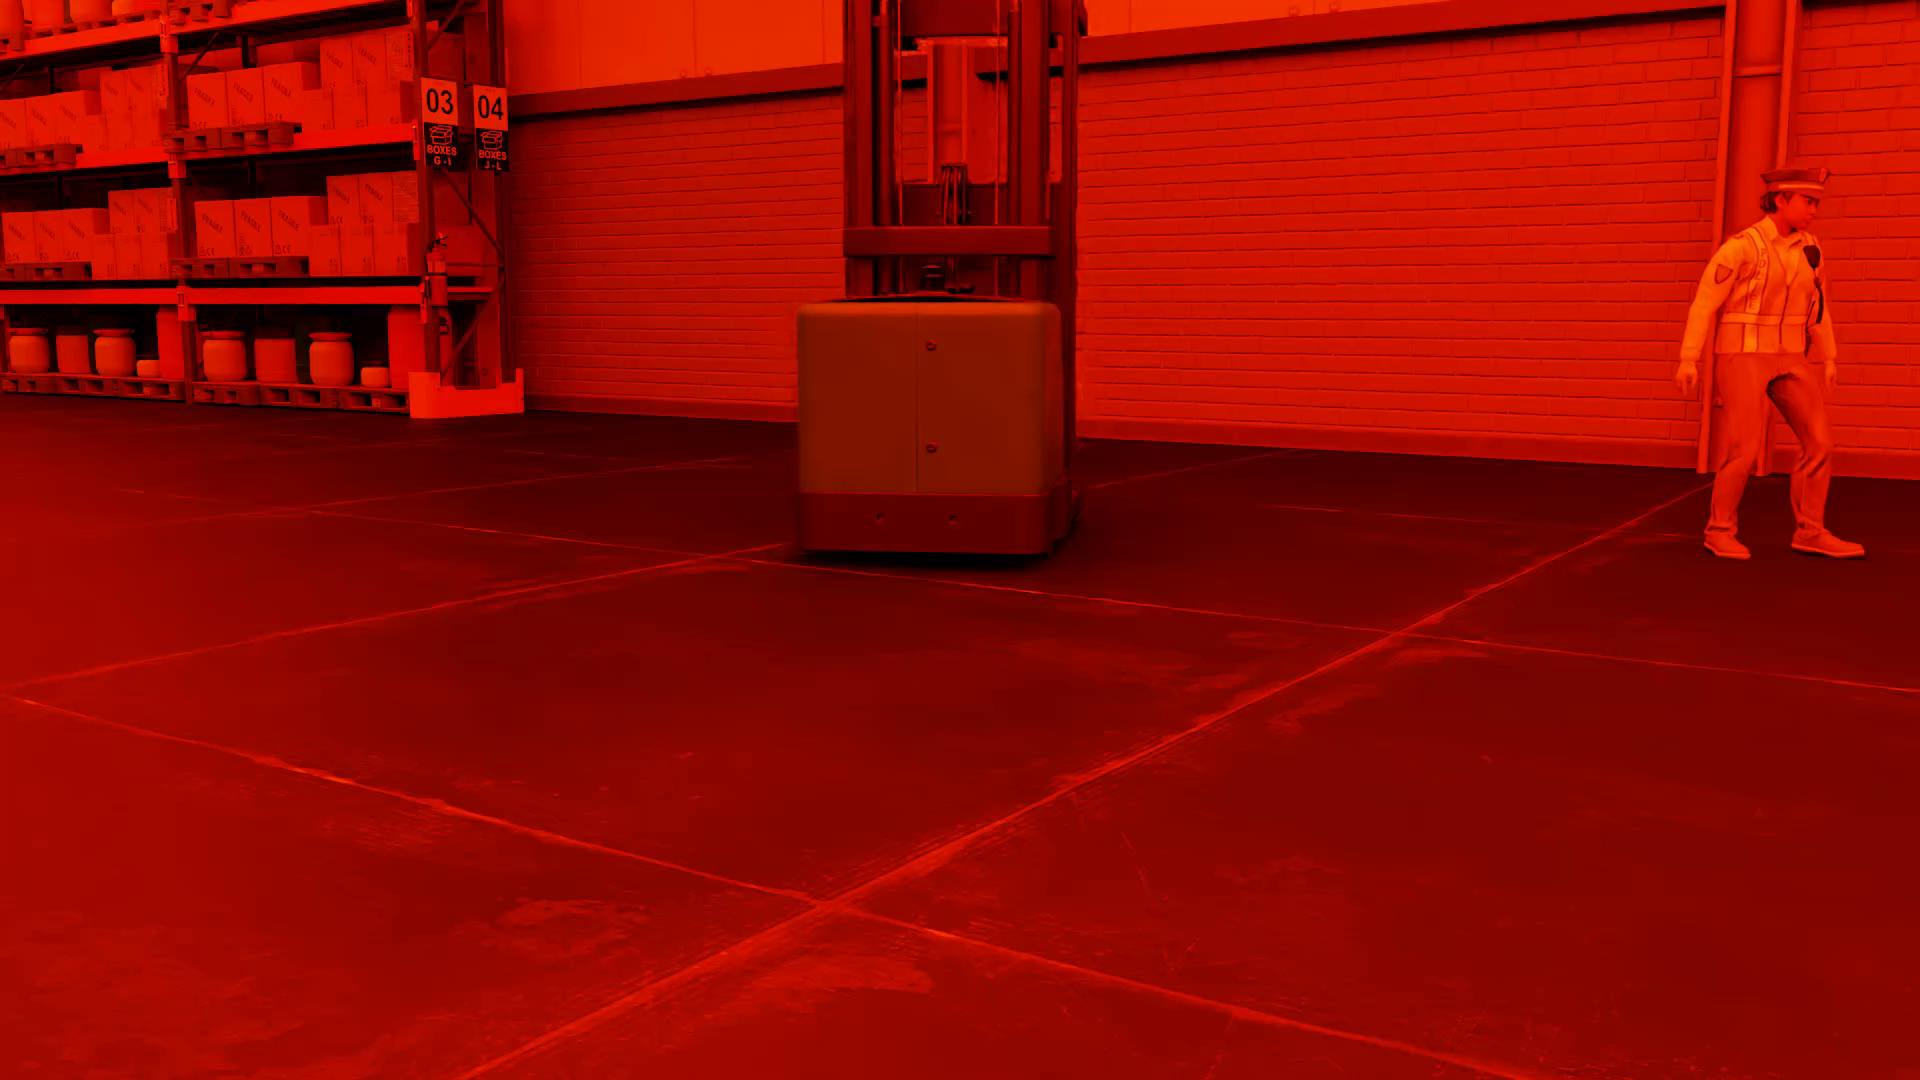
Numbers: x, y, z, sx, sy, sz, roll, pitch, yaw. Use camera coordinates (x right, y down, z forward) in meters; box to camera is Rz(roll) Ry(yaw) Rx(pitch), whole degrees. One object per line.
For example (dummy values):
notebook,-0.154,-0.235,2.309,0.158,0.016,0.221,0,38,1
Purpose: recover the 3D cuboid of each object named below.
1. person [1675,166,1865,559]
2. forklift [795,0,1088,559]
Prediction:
person,3.443,-0.739,7.030,0.784,1.636,0.381,-1,8,-10
forklift,0.035,-1.541,8.026,1.130,2.935,3.031,1,8,8
